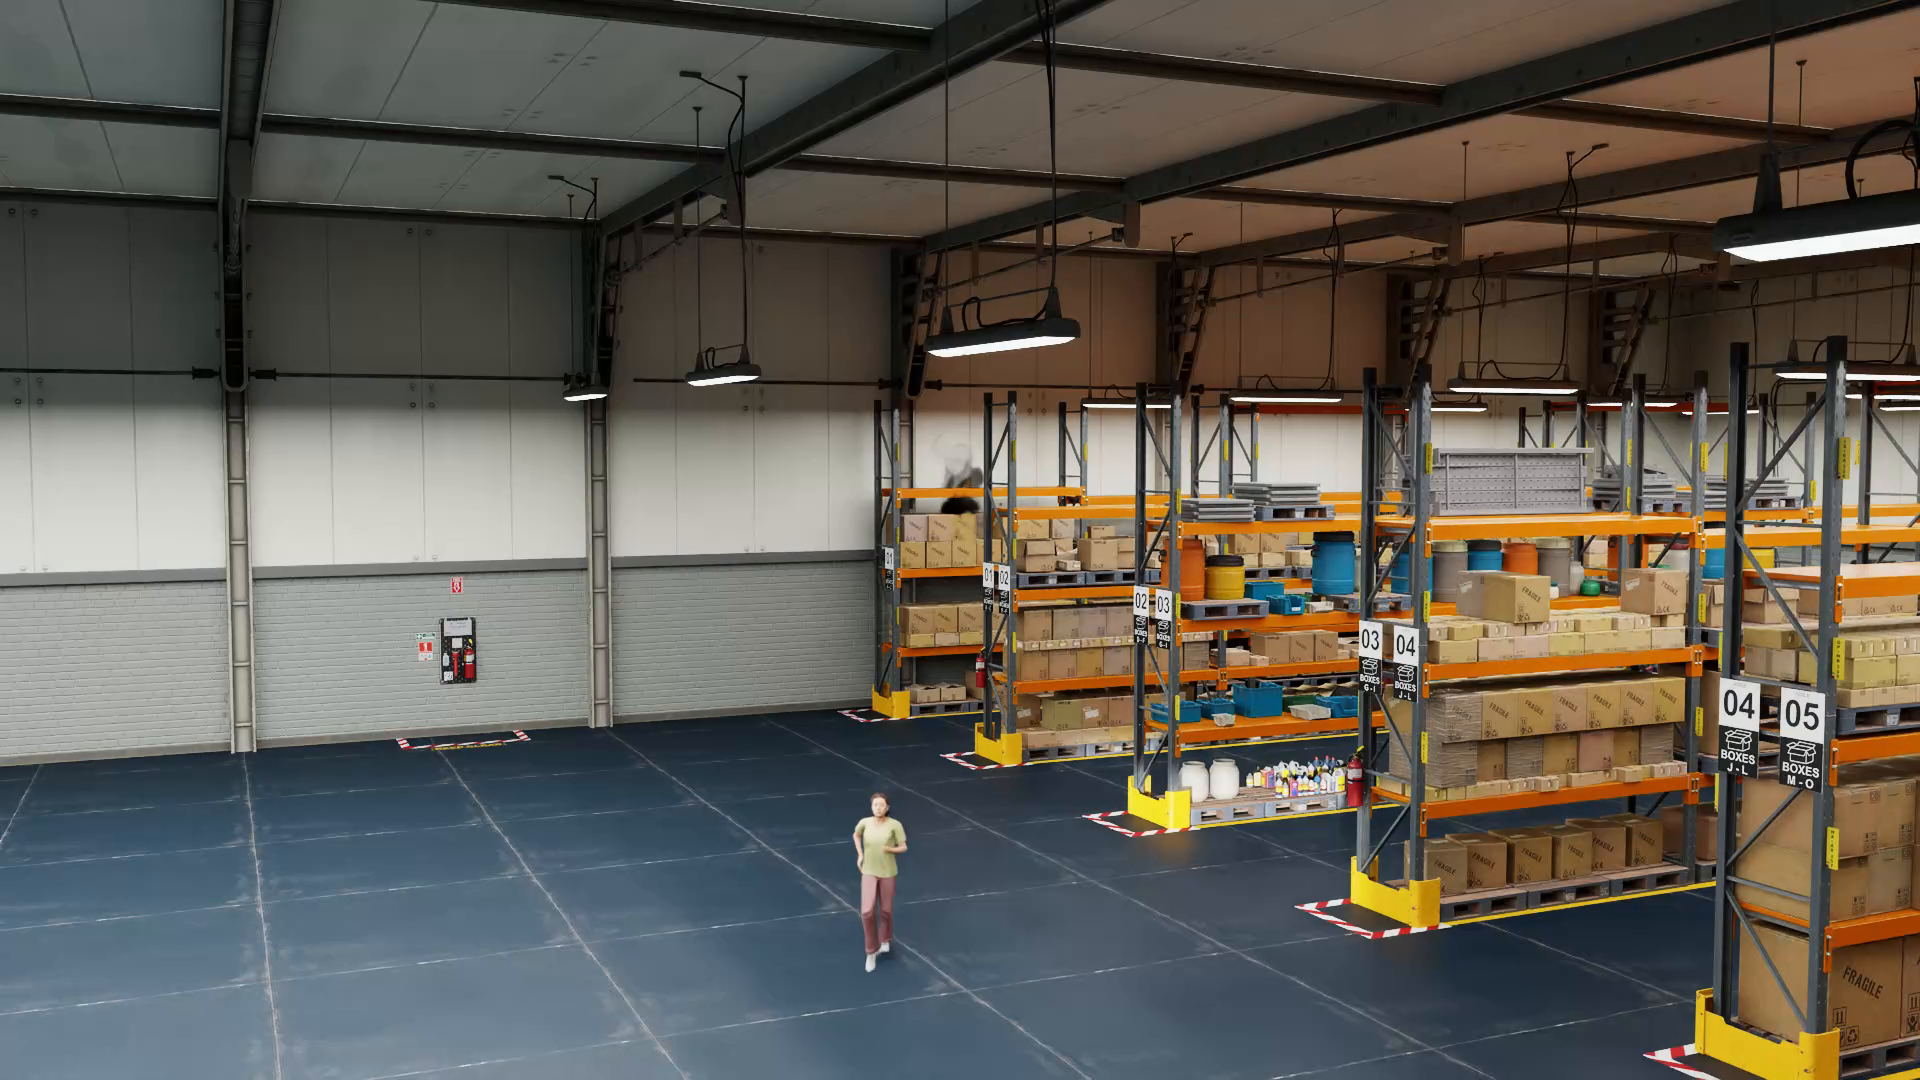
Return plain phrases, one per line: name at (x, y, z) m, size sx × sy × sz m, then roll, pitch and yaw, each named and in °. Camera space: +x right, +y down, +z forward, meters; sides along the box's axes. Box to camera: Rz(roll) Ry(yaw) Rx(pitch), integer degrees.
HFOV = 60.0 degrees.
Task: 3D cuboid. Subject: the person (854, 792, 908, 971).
person at (-0.798, 3.363, 16.540) m, size 0.560 × 1.723 × 0.690 m, roll 0°, pitch 3°, yaw 2°
